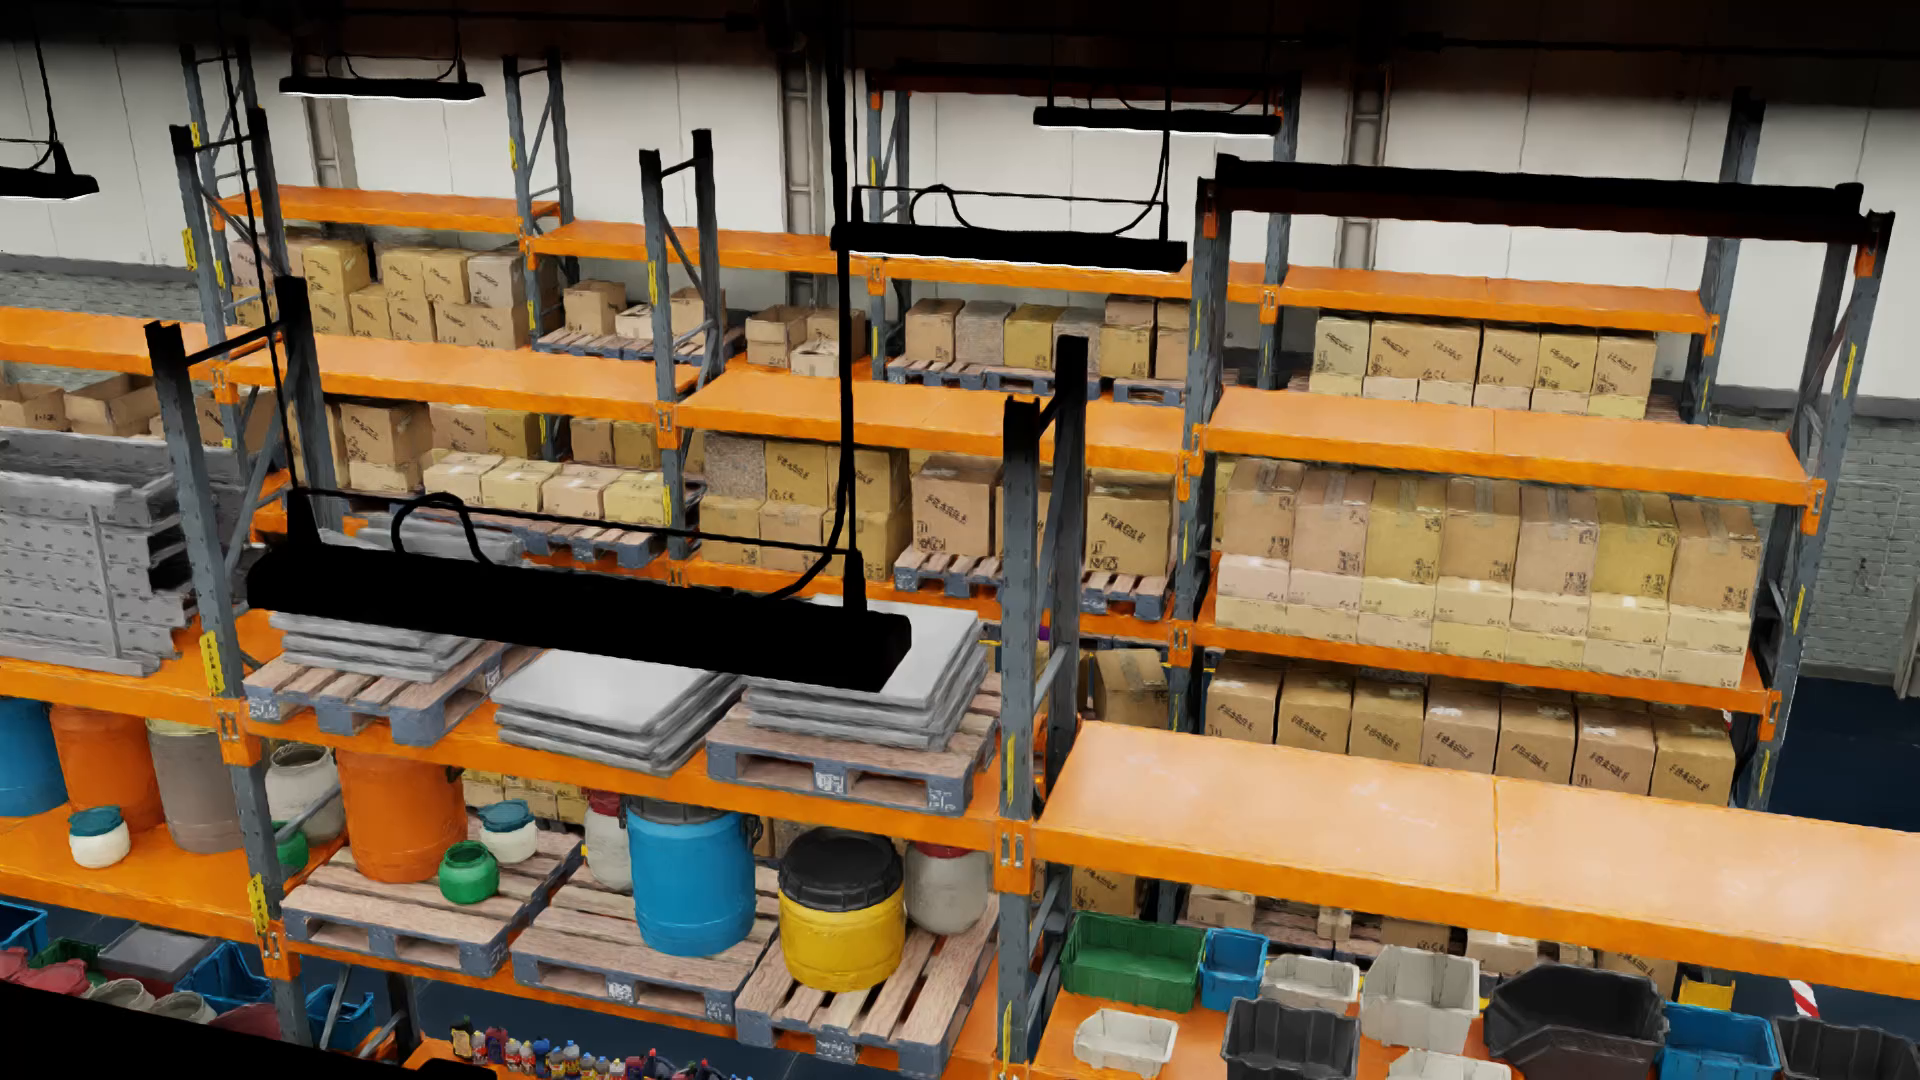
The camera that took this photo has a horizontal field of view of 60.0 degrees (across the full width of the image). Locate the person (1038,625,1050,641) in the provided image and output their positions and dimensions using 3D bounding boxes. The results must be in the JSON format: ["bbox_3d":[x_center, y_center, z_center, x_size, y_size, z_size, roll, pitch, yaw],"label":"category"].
[{"bbox_3d":[0.788,1.152,15.777,1.121,1.691,0.577,7,24,17],"label":"person"}]
